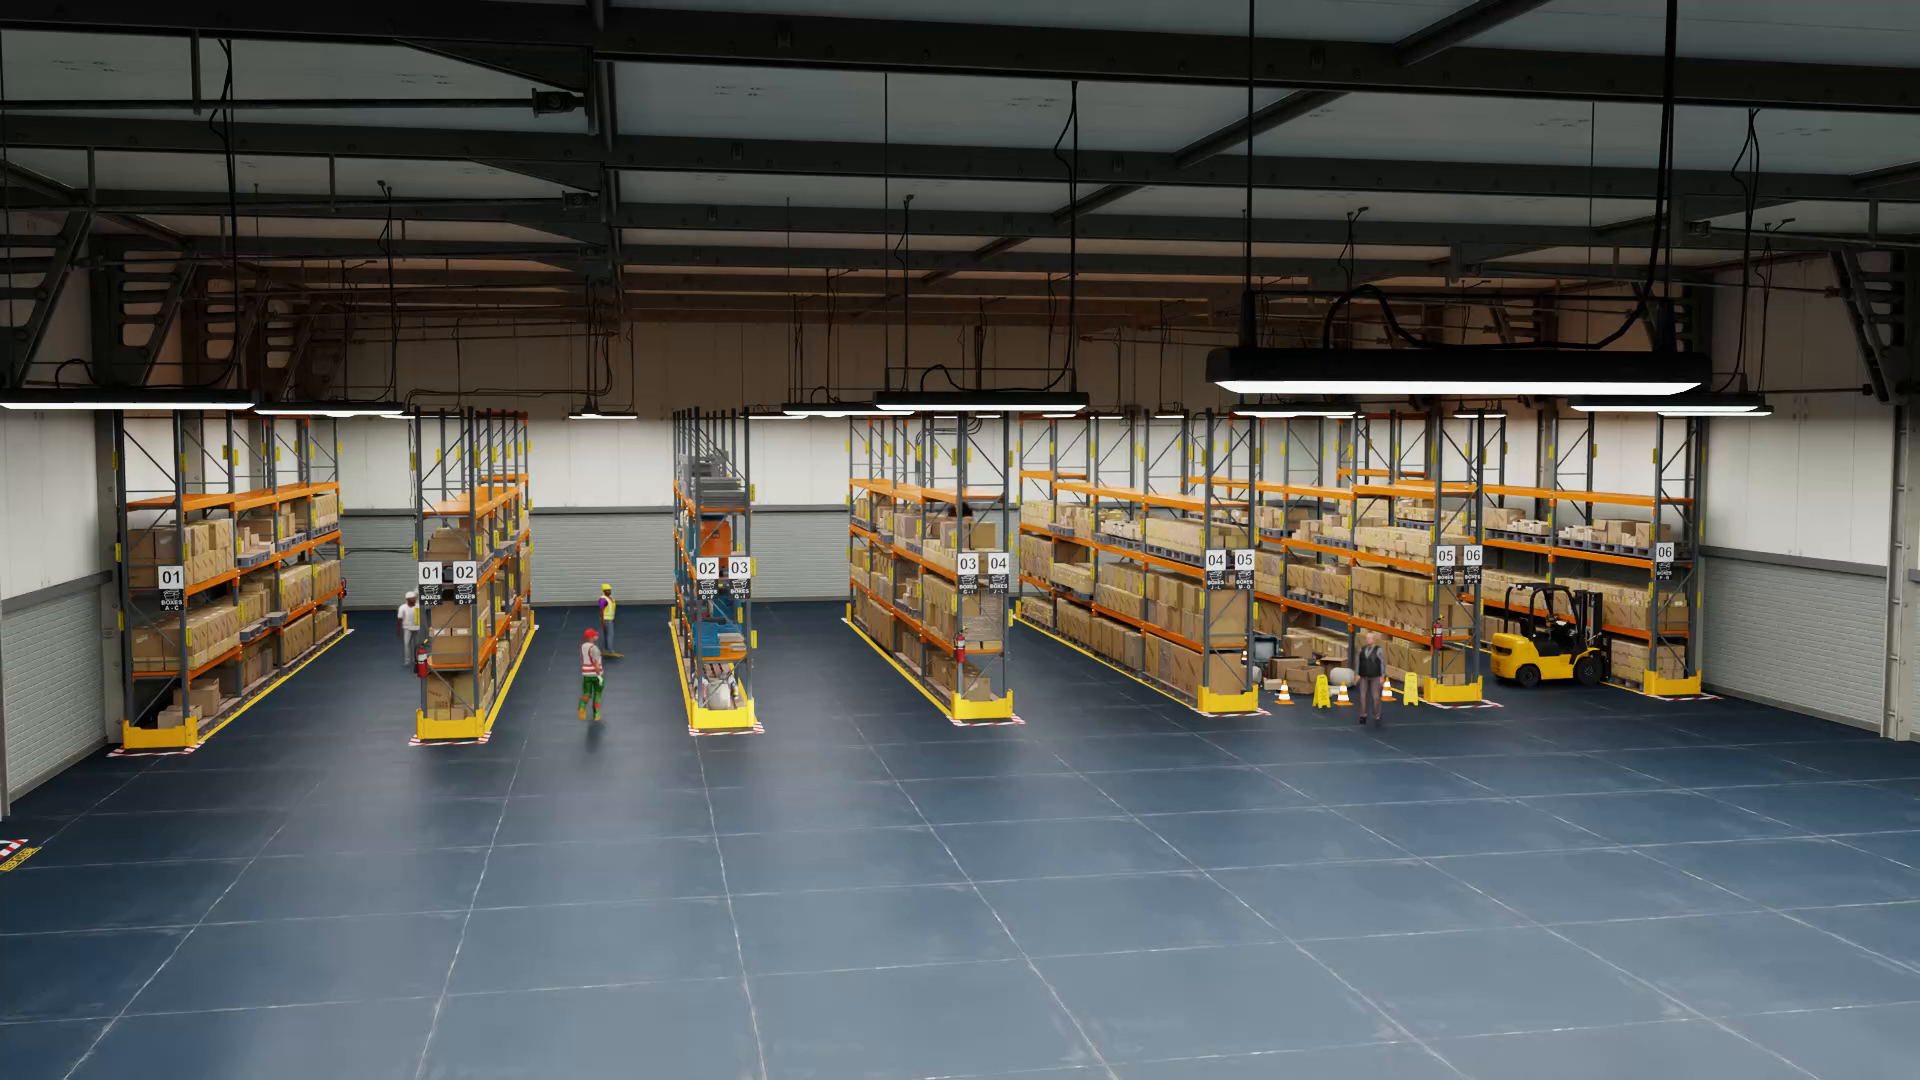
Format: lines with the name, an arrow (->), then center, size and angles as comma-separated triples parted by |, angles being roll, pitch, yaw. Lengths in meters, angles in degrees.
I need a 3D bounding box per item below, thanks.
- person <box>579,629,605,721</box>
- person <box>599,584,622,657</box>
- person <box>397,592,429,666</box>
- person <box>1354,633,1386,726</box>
person -> -7.031, 2.576, 31.633 | 0.514, 1.778, 0.727 | 1, 4, 14
person -> -8.510, 1.950, 40.610 | 0.563, 1.762, 0.596 | 0, 4, -1
person -> -12.853, 2.078, 39.061 | 0.730, 1.718, 1.058 | -1, 4, -13
person -> 7.751, 2.629, 31.486 | 0.562, 1.733, 0.405 | 3, 5, 36
